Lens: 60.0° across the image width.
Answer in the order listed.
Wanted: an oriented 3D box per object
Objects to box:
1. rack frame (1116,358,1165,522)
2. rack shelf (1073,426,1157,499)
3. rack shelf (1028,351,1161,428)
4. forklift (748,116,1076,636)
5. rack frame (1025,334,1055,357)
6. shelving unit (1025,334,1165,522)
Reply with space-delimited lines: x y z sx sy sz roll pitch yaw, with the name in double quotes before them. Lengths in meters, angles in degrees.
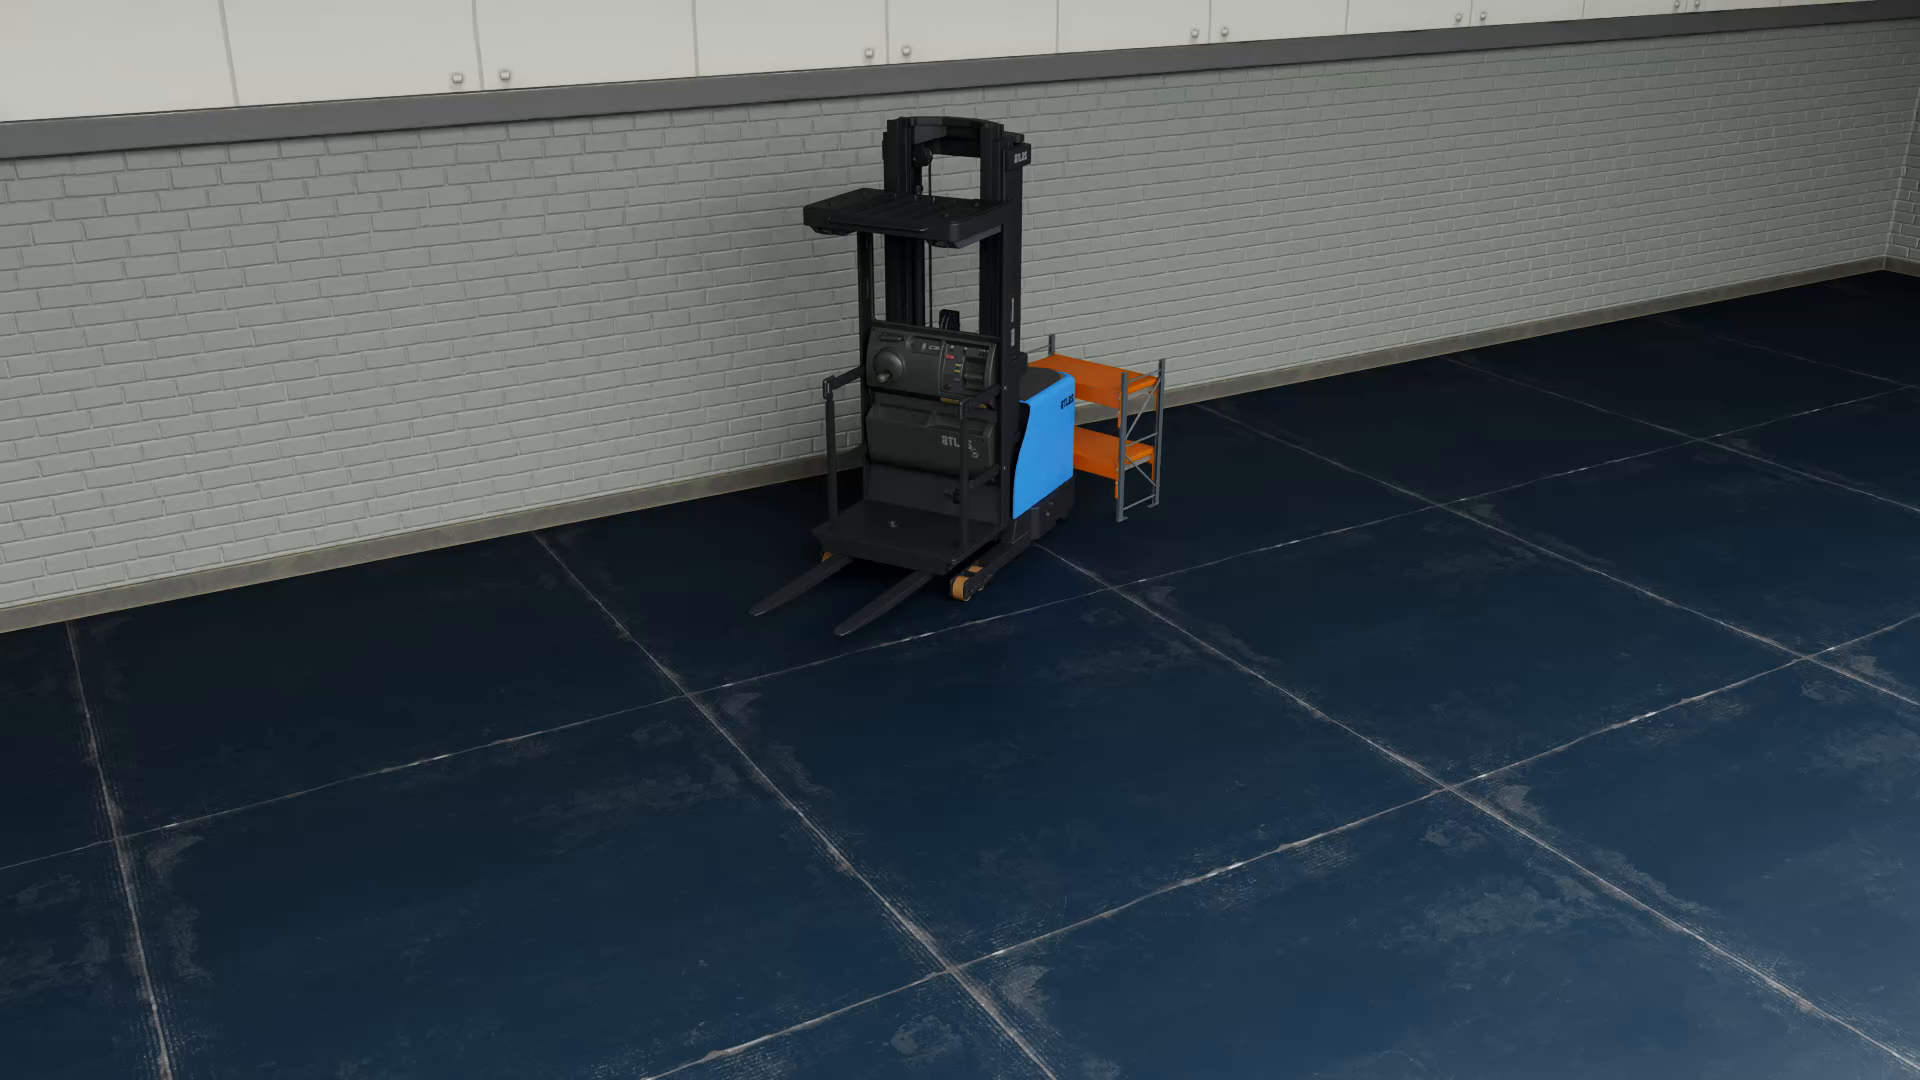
"rack frame" 1.315 -0.726 12.104 0.032 1.125 0.500 18 28 38
"rack shelf" 0.933 -0.626 12.506 1.000 0.278 0.538 18 28 38
"rack shelf" 0.933 -1.123 12.304 1.000 0.278 0.538 18 28 38
"forklift" -0.290 -1.150 10.749 1.130 2.935 3.031 11 25 26
"rack frame" 0.550 -0.978 12.725 0.032 1.125 0.500 18 28 38
"shelving unit" 0.933 -0.852 12.414 1.048 1.125 0.538 18 28 38
